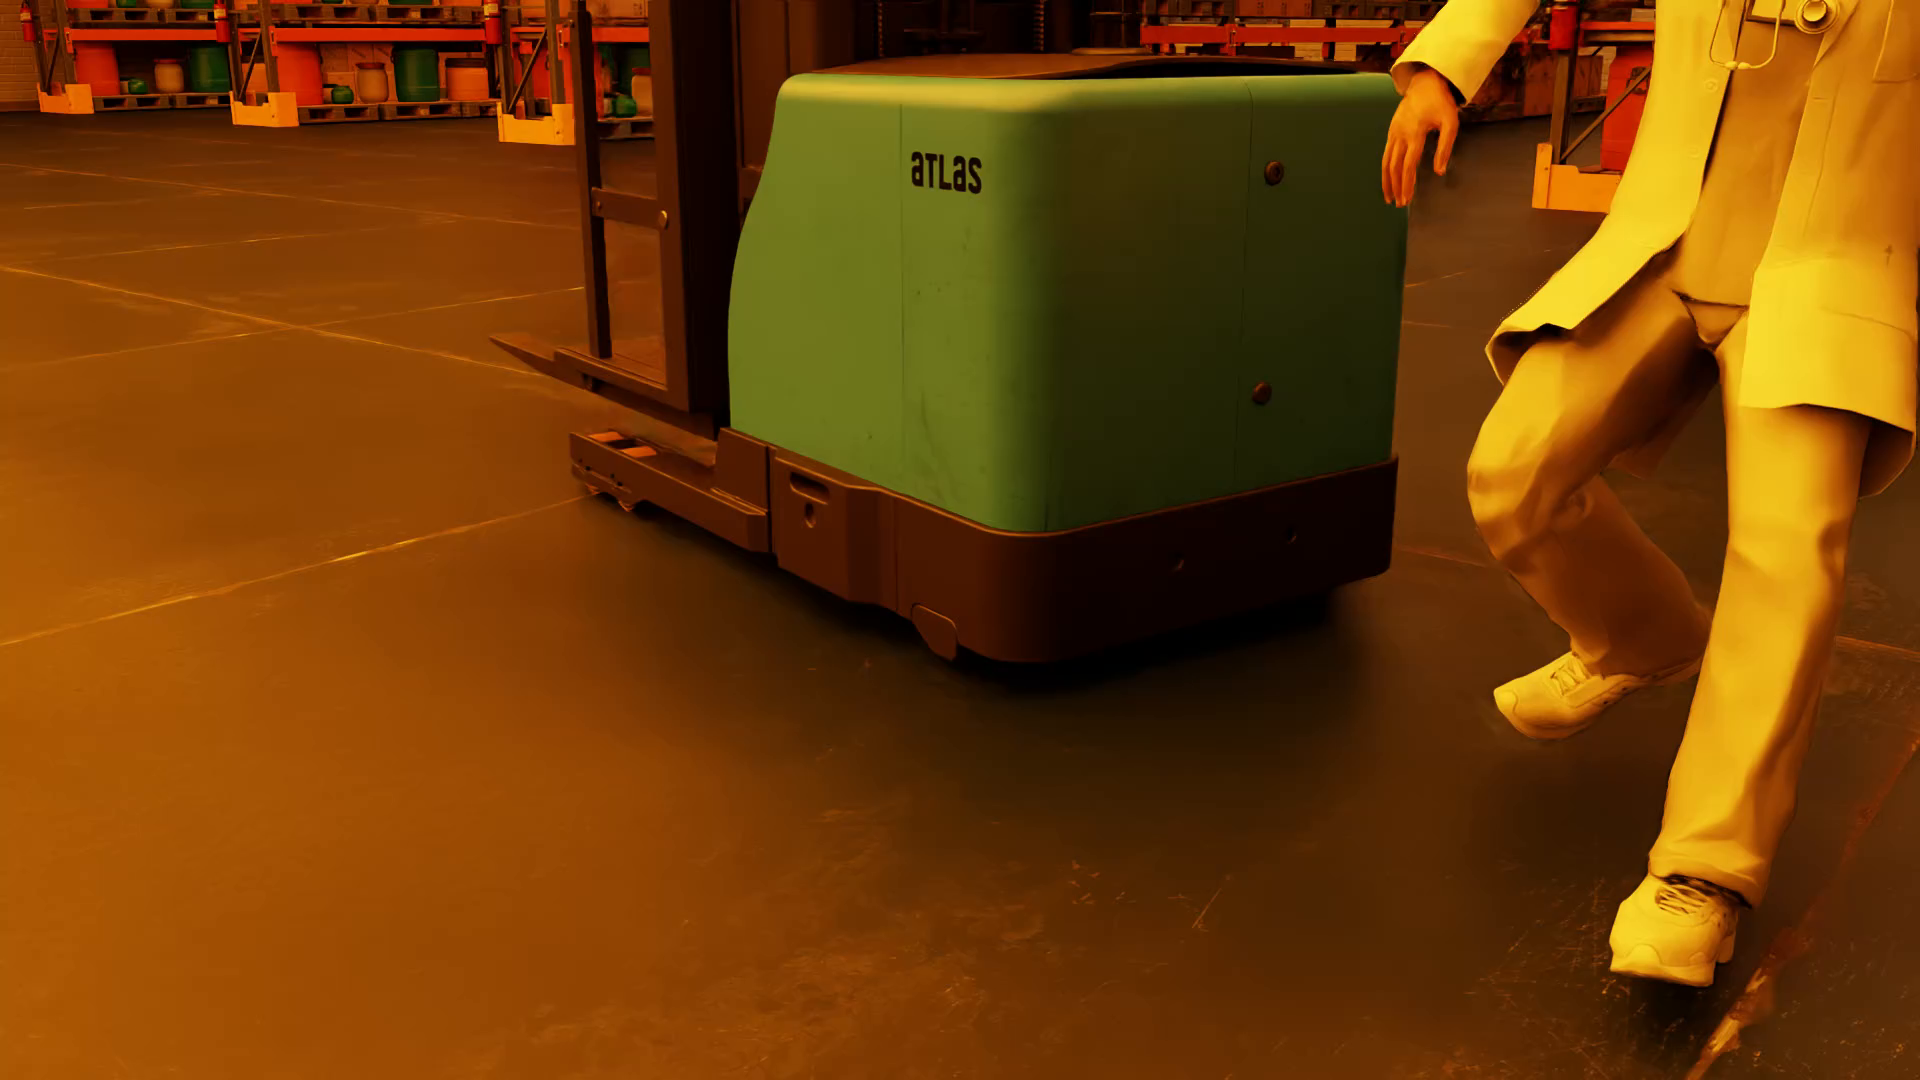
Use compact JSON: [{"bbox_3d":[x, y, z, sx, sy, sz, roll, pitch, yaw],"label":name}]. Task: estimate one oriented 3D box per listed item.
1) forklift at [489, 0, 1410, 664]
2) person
[{"bbox_3d":[-0.358,-1.546,3.989,1.130,2.935,3.031,-12,21,-34],"label":"forklift"},{"bbox_3d":[0.983,-0.309,2.136,1.089,1.646,0.933,14,22,38],"label":"person"}]
